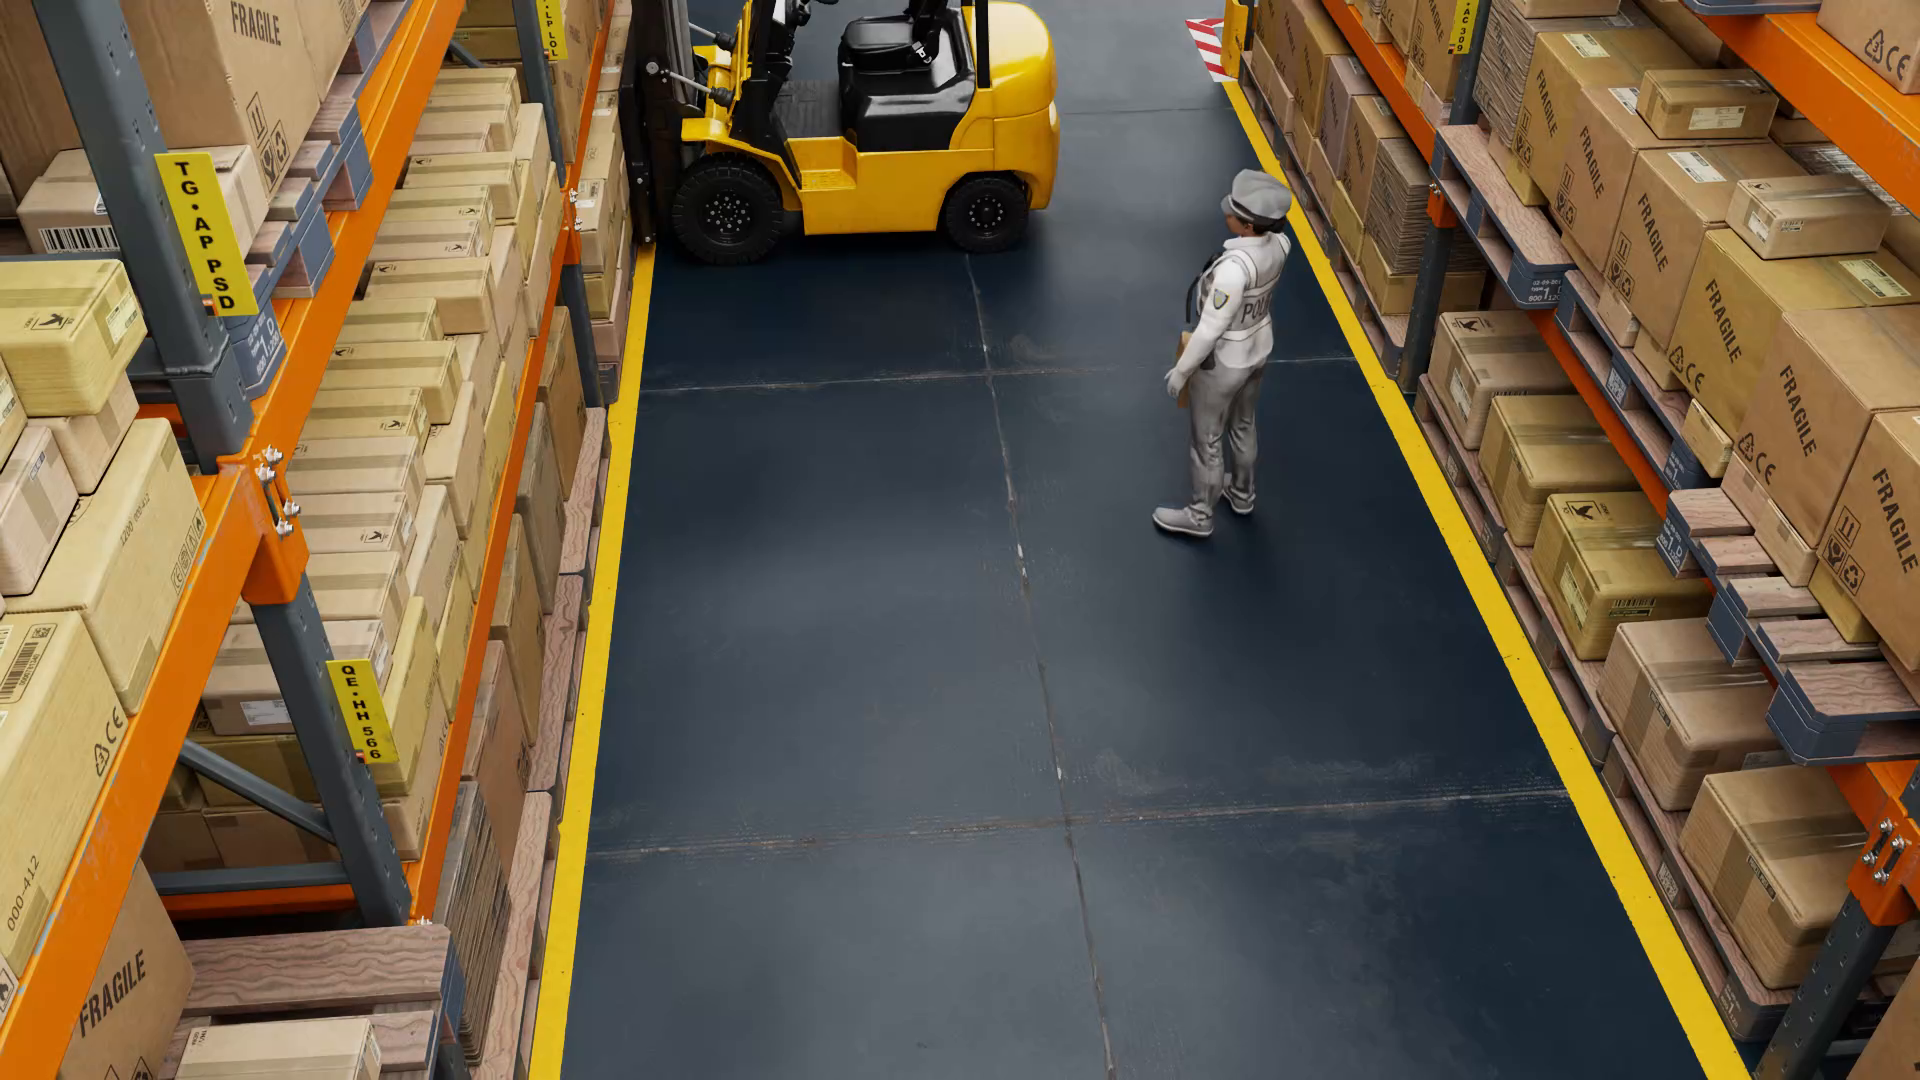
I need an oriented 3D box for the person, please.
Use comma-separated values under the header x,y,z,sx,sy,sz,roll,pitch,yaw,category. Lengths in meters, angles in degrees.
x,y,z,sx,sy,sz,roll,pitch,yaw,category
1.132,-0.774,7.047,0.375,1.693,0.571,28,47,29,person
